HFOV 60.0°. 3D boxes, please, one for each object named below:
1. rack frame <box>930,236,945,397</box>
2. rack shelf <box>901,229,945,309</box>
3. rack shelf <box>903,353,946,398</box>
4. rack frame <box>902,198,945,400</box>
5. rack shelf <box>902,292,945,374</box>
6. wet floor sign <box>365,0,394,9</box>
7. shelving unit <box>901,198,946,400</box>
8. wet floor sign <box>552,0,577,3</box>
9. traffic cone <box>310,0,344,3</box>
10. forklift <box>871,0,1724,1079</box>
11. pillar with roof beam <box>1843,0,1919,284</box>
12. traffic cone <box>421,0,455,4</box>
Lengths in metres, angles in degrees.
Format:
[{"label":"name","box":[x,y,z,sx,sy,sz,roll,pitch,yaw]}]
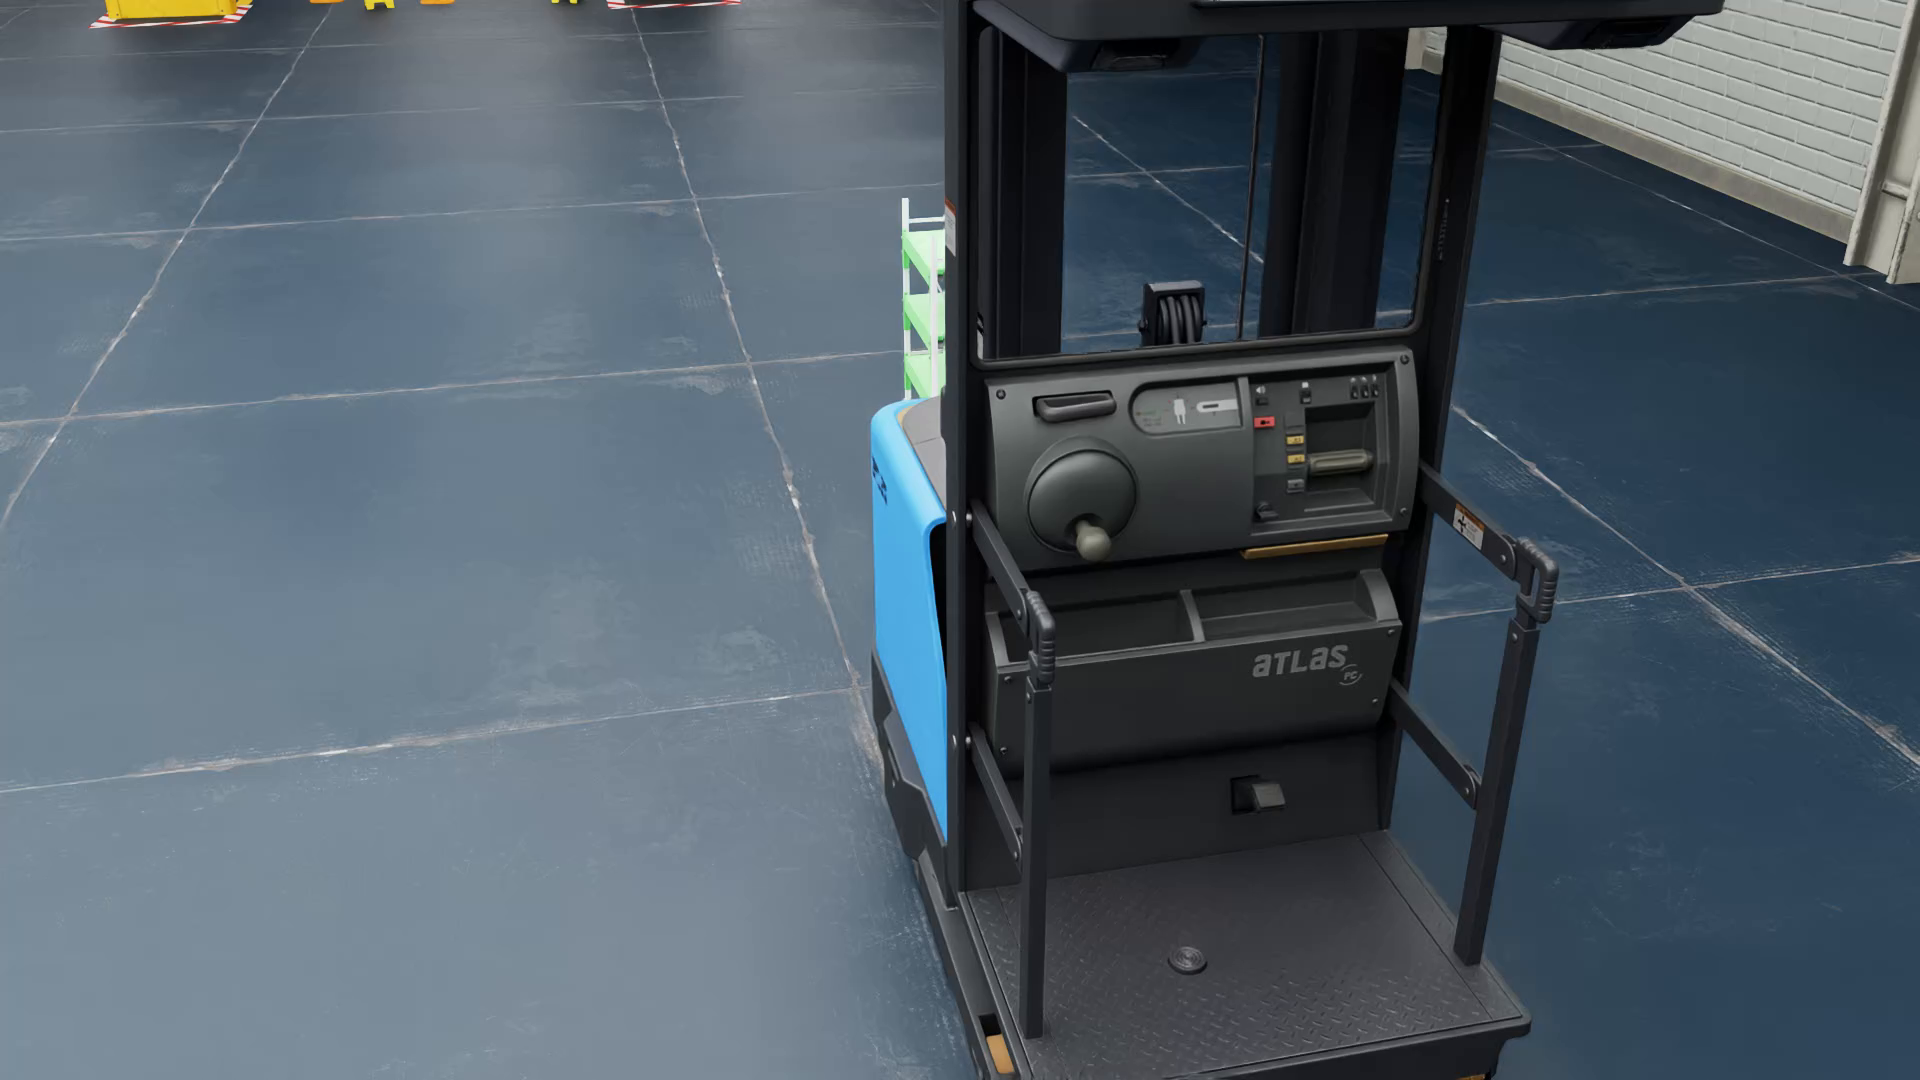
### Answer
[{"label":"rack frame","box":[0.018,-0.501,5.911,0.240,1.200,0.015,-6,27,-12]},{"label":"rack shelf","box":[-0.037,-0.980,5.936,0.258,0.148,0.480,-6,27,-12]},{"label":"rack shelf","box":[-0.037,-0.551,6.152,0.258,0.148,0.480,-6,27,-12]},{"label":"rack frame","box":[-0.092,-0.715,6.336,0.240,1.200,0.015,-6,27,-12]},{"label":"rack shelf","box":[-0.037,-0.766,6.044,0.258,0.148,0.480,-6,27,-12]},{"label":"wet floor sign","box":[-5.979,-5.779,16.984,0.267,0.644,0.232,-11,29,-20]},{"label":"shelving unit","box":[-0.037,-0.608,6.124,0.258,1.200,0.503,-6,27,-12]},{"label":"wet floor sign","box":[-4.115,-5.946,17.314,0.267,0.644,0.232,3,27,6]},{"label":"traffic cone","box":[-6.651,-5.887,17.399,0.336,0.463,0.334,-6,27,-12]},{"label":"forklift","box":[0.567,-0.139,3.273,1.130,2.935,3.031,-6,27,-12]},{"label":"pillar with roof beam","box":[0.951,-5.065,6.297,9.100,9.000,0.400,-6,27,-12]},{"label":"traffic cone","box":[-5.474,-5.852,17.331,0.336,0.463,0.334,-6,27,-12]}]
